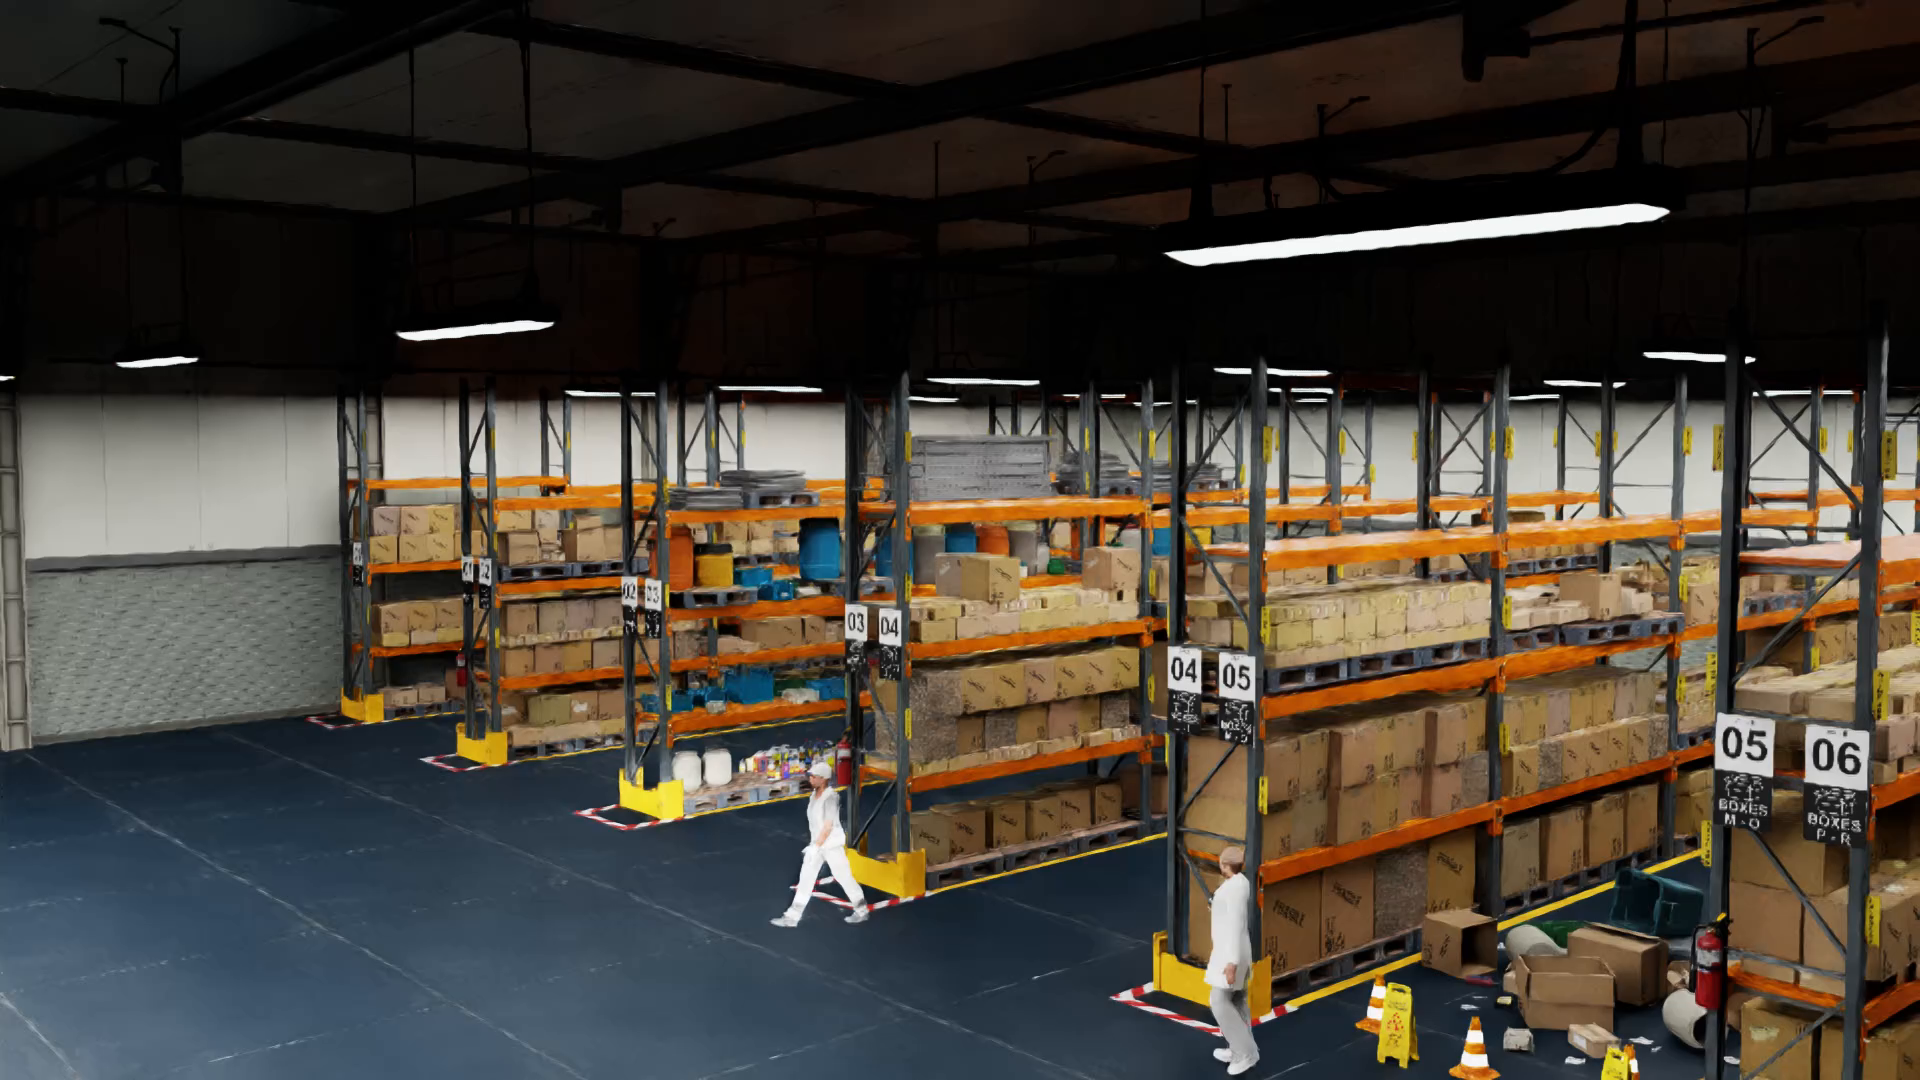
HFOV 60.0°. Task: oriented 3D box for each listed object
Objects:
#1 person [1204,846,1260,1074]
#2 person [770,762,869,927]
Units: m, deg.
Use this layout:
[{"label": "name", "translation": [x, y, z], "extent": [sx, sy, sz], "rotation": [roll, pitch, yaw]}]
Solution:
[{"label": "person", "translation": [2.219, 3.380, 13.486], "extent": [0.454, 1.773, 0.687], "rotation": [1, 4, 15]}, {"label": "person", "translation": [-1.431, 3.157, 17.231], "extent": [1.037, 1.727, 0.531], "rotation": [-2, 4, -33]}]
